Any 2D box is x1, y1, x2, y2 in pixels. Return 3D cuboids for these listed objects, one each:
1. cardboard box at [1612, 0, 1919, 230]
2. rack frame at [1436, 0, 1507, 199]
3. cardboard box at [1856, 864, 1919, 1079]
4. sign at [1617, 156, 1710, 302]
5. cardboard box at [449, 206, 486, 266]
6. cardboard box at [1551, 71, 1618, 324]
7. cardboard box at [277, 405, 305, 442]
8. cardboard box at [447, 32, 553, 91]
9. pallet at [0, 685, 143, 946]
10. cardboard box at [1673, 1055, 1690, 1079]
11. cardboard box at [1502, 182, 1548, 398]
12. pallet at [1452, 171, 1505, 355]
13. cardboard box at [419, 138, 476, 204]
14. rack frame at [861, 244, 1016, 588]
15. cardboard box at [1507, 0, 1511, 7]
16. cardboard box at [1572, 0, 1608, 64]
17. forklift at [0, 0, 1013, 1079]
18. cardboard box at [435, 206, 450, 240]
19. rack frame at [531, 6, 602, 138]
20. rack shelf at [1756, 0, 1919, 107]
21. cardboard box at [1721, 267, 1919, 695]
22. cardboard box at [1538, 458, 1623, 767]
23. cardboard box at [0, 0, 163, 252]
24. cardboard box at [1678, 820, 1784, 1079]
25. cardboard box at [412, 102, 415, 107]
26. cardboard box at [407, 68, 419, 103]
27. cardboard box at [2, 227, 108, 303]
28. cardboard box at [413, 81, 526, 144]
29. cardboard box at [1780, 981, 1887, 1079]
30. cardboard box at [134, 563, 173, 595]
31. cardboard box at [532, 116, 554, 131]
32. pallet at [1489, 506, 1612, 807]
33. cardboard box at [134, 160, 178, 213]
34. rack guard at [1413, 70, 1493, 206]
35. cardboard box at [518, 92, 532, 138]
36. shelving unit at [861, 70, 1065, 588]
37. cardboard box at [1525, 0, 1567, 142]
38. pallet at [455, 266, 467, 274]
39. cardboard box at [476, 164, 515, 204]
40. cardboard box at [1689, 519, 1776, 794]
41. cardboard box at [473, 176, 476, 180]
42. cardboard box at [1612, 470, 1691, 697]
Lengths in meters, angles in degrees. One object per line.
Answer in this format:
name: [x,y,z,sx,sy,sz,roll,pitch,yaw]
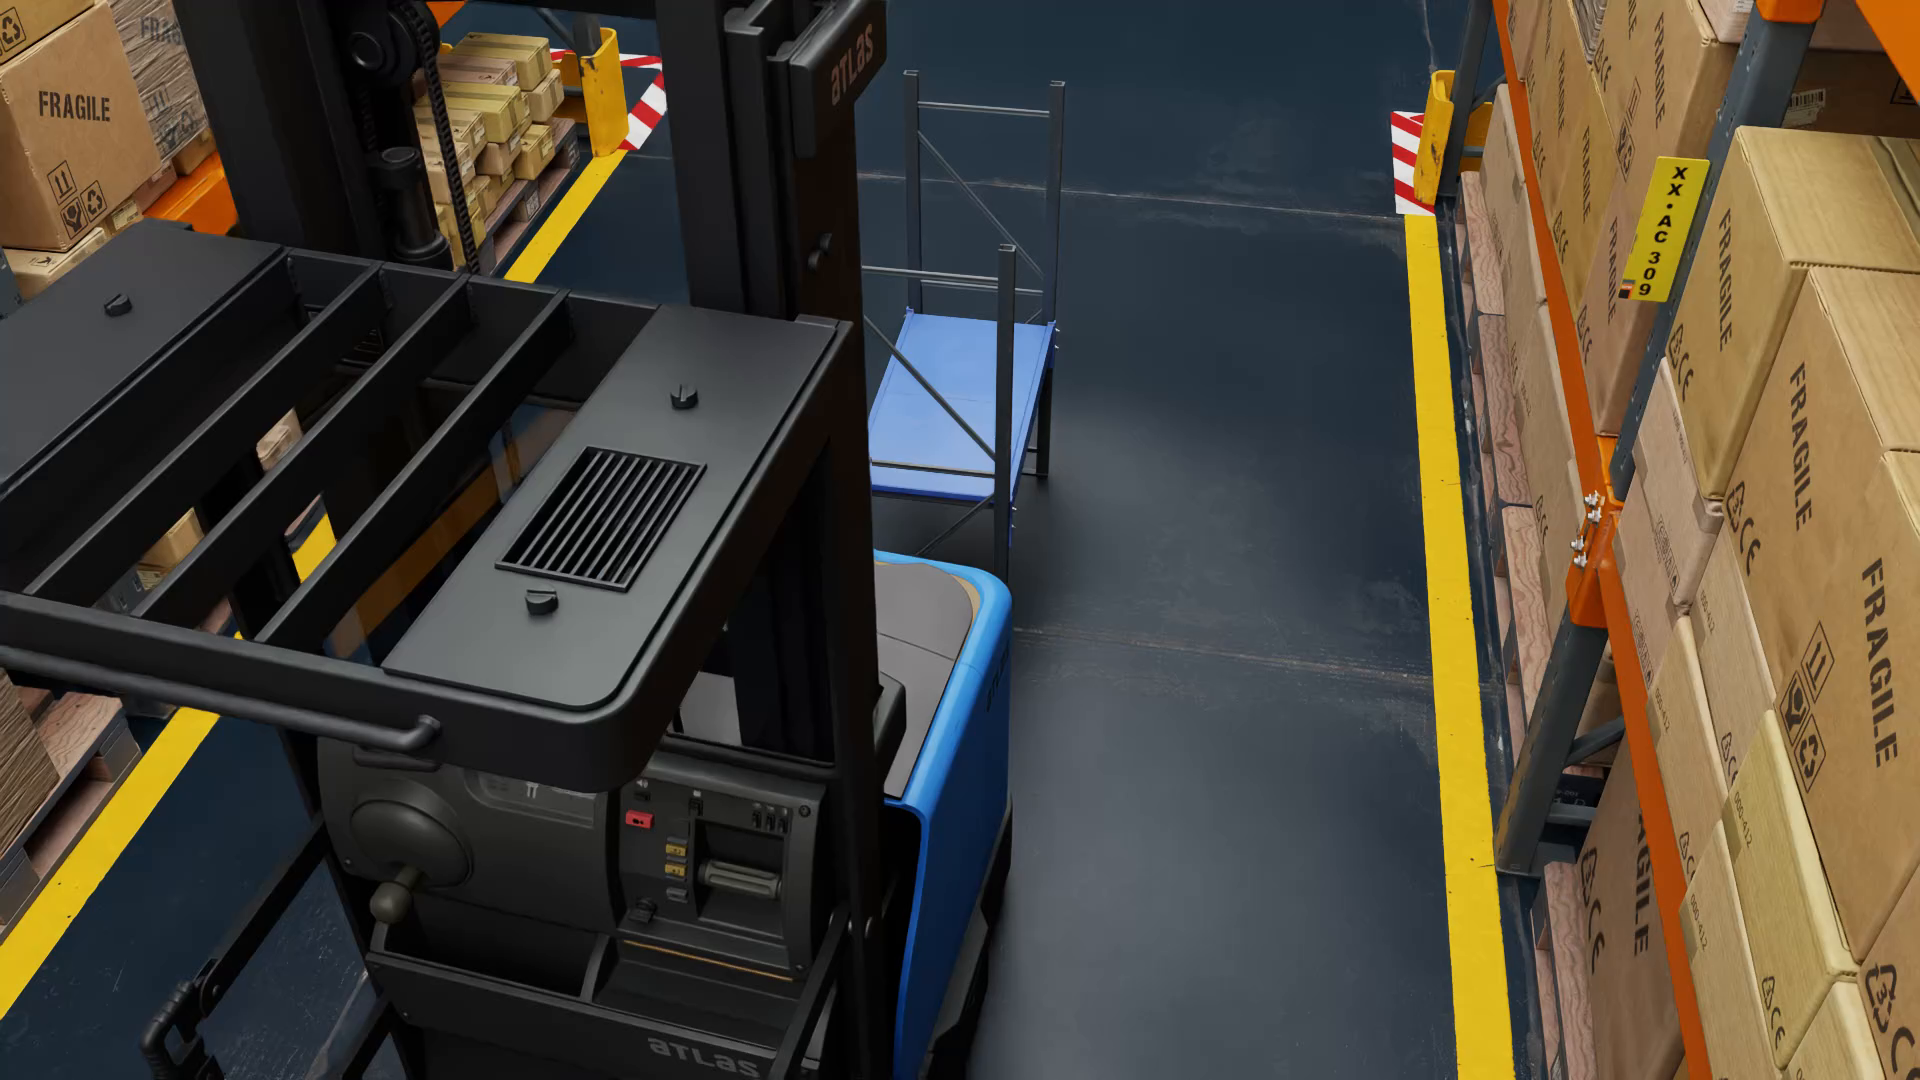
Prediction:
cardboard box: [1.802,-0.962,3.696,0.500,0.500,0.500,6,40,7]
rack frame: [2.685,-2.721,6.688,1.000,3.000,0.127,6,40,8]
cardboard box: [1.400,0.571,1.842,0.500,0.500,0.500,6,40,7]
sign: [1.446,-0.636,3.423,0.100,0.325,0.005,6,40,8]
cardboard box: [-2.181,-1.261,6.829,0.380,0.149,0.250,5,40,6]
cardboard box: [1.905,-0.892,4.397,0.500,0.500,0.500,5,40,7]
cardboard box: [-2.488,-0.443,5.840,0.380,0.149,0.250,6,40,7]
cardboard box: [-2.050,-2.136,7.420,0.380,0.149,0.250,7,40,8]
pallet: [-3.034,0.870,4.532,1.003,0.211,1.213,6,40,8]
cardboard box: [1.815,1.412,3.027,0.875,0.875,0.875,7,40,9]
cardboard box: [2.519,-0.895,6.160,0.875,0.438,0.875,7,40,9]
pallet: [2.623,-1.136,6.959,1.003,0.211,1.213,6,40,8]
cardboard box: [-2.169,-1.478,6.624,0.380,0.149,0.250,8,40,9]
rack frame: [-0.103,-0.205,4.821,0.500,1.500,0.032,6,40,8]
cardboard box: [2.259,-2.170,5.942,0.500,0.500,0.500,6,40,7]
cardboard box: [1.977,-1.600,4.468,0.500,0.500,0.500,7,40,8]
forklift: [-0.742,0.600,2.724,1.130,2.935,3.031,10,41,12]
cardboard box: [-2.246,-1.207,6.531,0.380,0.149,0.250,8,40,10]
rack frame: [-2.208,-3.204,7.271,1.000,3.000,0.127,6,40,8]
rack shelf: [1.647,0.165,1.407,1.077,0.370,4.000,6,40,8]
cardboard box: [1.573,-0.068,2.615,0.500,0.500,0.500,6,40,7]
cardboard box: [2.207,0.232,4.796,0.875,0.438,0.875,6,40,7]
cardboard box: [-2.566,-1.130,4.450,0.500,0.500,0.500,6,40,7]
cardboard box: [1.464,0.738,2.620,0.500,0.250,0.500,6,40,7]
cardboard box: [-2.655,-1.916,7.387,0.380,0.149,0.250,6,40,7]
cardboard box: [-2.563,-2.019,7.278,0.380,0.149,0.250,7,40,8]
cardboard box: [-2.529,-0.738,4.486,0.380,0.149,0.250,8,40,9]
cardboard box: [-2.070,-1.808,7.024,0.380,0.149,0.250,6,40,7]
cardboard box: [1.377,0.861,2.080,0.500,0.250,0.500,5,40,6]
cardboard box: [-2.521,0.050,5.243,0.380,0.149,0.250,5,40,6]
cardboard box: [-2.094,-1.914,7.618,0.380,0.149,0.250,7,40,8]
pallet: [2.201,0.395,5.107,1.003,0.211,1.213,6,40,8]
cardboard box: [-2.563,-1.082,4.902,0.380,0.149,0.250,5,40,6]
rack guard: [2.689,-1.773,7.502,1.175,0.500,0.348,6,40,8]
cardboard box: [-2.117,-1.861,7.321,0.380,0.149,0.250,6,40,7]
shelving unit: [-0.015,-0.524,5.207,0.538,1.500,1.048,6,40,8]
cardboard box: [2.083,-1.536,5.176,0.500,0.500,0.500,8,40,9]
pallet: [-2.610,-0.812,6.567,1.003,0.211,1.213,6,40,8]
cardboard box: [-2.169,-1.585,7.221,0.380,0.149,0.250,6,40,7]
cardboard box: [1.576,0.229,2.844,0.500,0.250,0.500,7,40,8]
cardboard box: [-2.254,-1.535,6.927,0.380,0.149,0.250,6,40,7]
cardboard box: [1.656,0.094,3.400,0.500,0.250,0.500,6,40,7]
